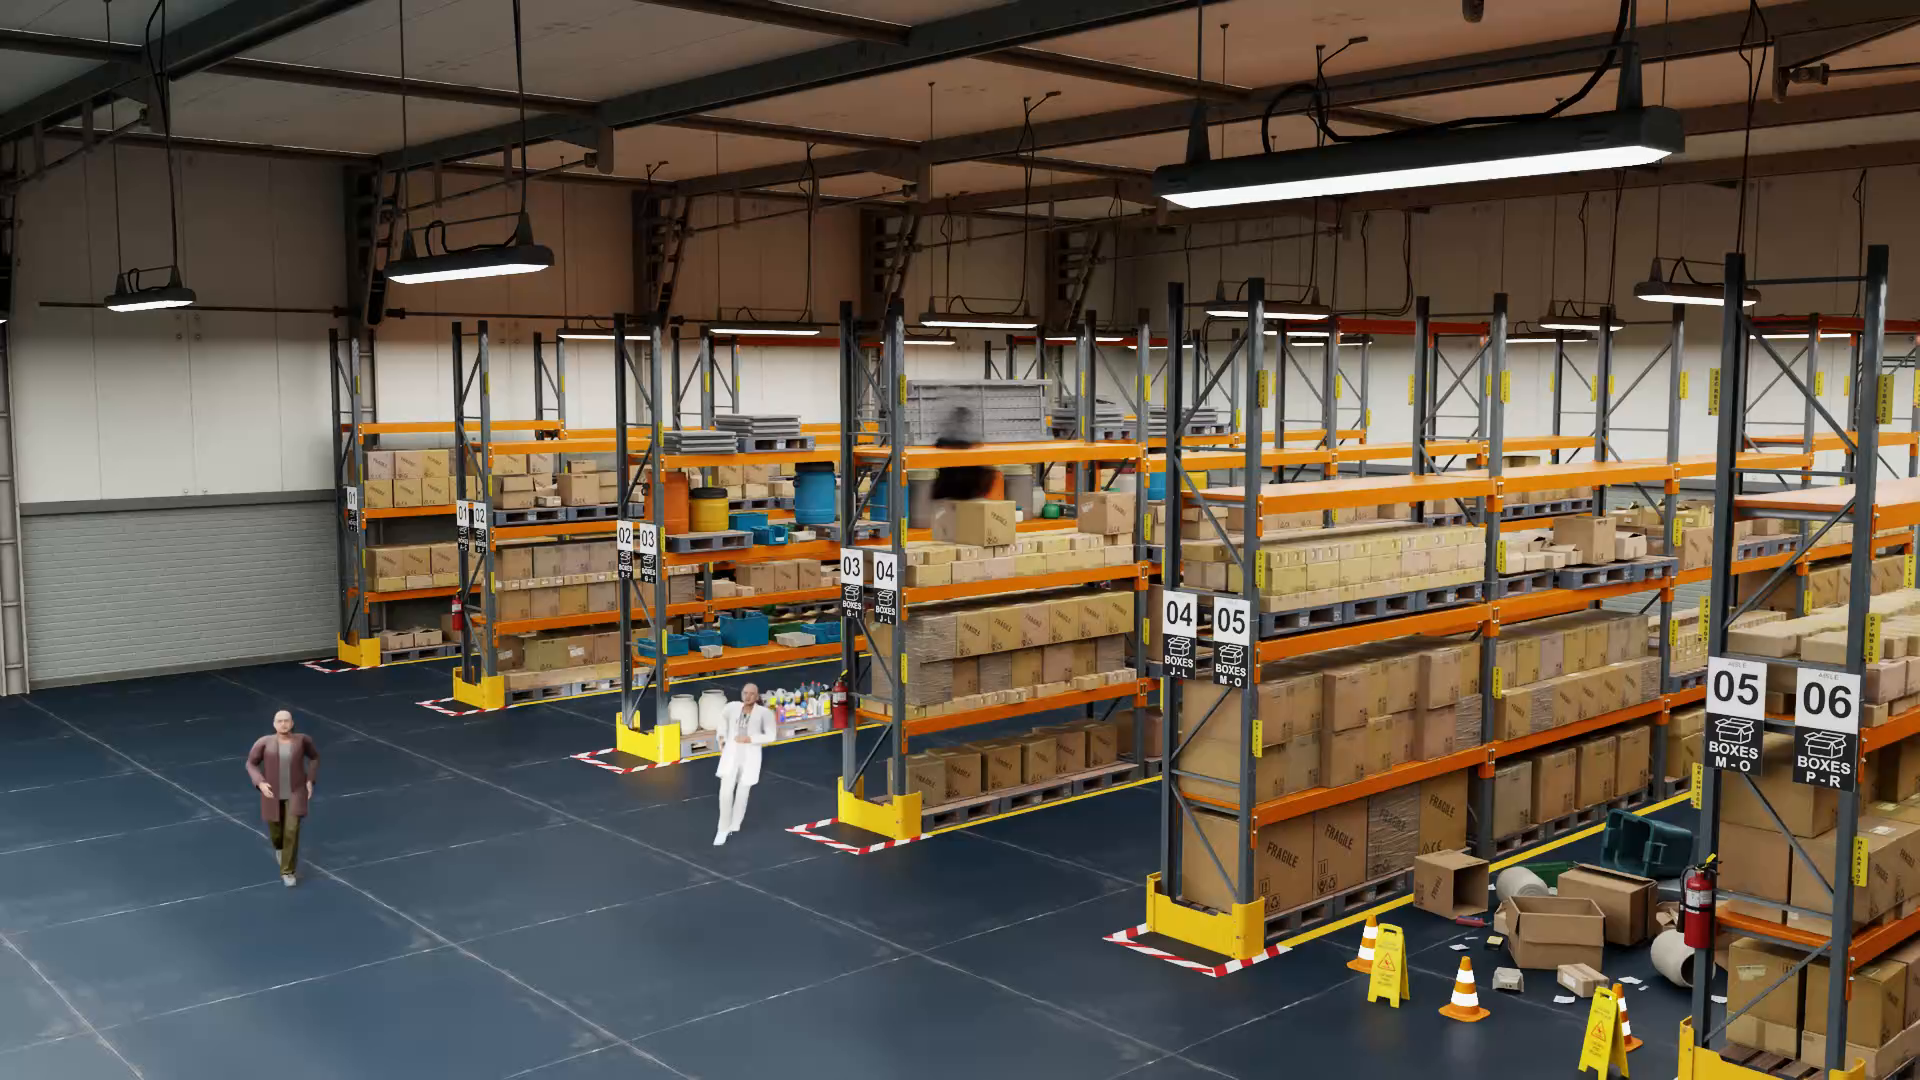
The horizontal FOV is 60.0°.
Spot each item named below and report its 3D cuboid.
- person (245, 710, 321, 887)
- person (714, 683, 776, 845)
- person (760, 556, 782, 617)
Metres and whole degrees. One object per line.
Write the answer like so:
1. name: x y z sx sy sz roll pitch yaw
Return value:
1. person: -6.946 2.615 17.100 0.718 1.760 0.833 -2 6 -22
2. person: -2.377 2.481 18.570 0.694 1.836 0.753 0 6 1
3. person: -3.745 1.056 32.788 0.650 1.739 0.569 5 7 39
